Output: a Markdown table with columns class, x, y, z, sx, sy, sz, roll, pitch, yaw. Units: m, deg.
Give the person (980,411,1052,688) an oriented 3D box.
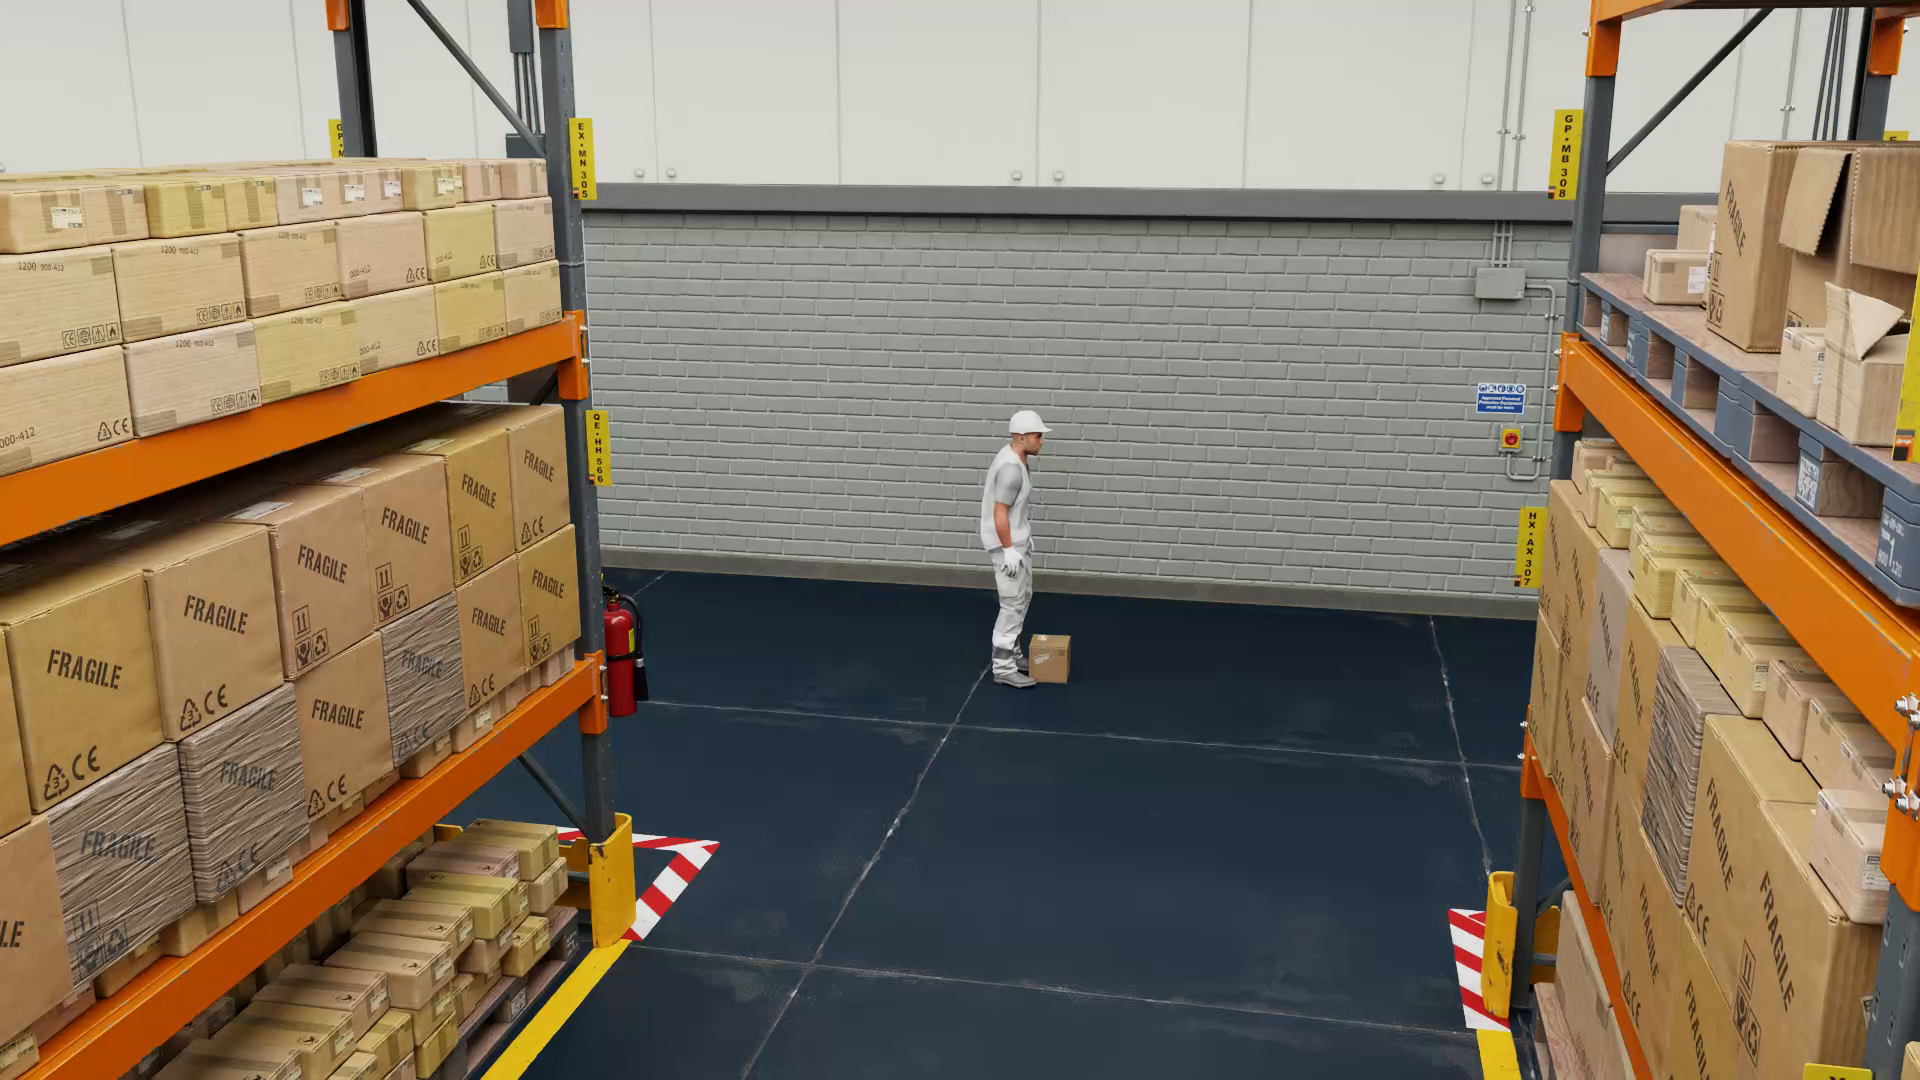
| class | x | y | z | sx | sy | sz | roll | pitch | yaw |
| --- | --- | --- | --- | --- | --- | --- | --- | --- | --- |
| person | 0.362 | 0.039 | 10.829 | 0.451 | 1.778 | 0.603 | 3 | 15 | 10 |
